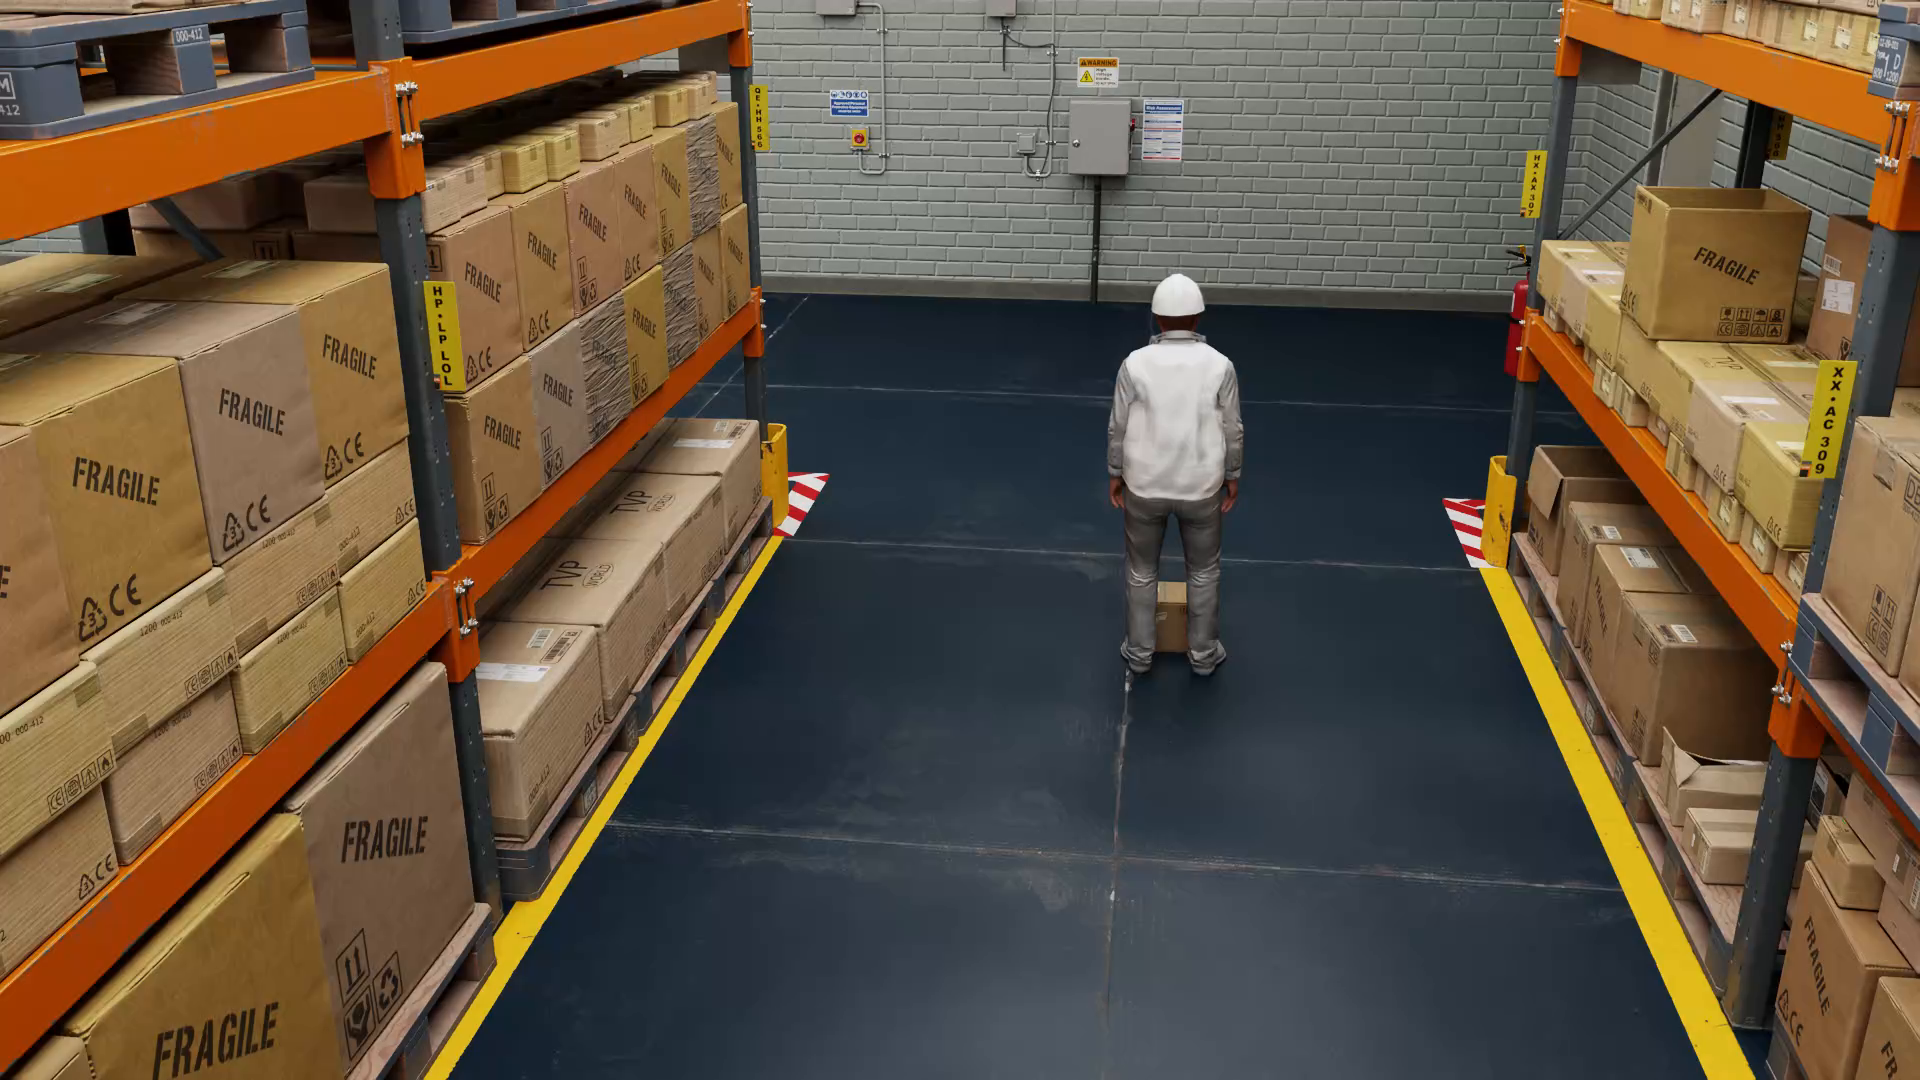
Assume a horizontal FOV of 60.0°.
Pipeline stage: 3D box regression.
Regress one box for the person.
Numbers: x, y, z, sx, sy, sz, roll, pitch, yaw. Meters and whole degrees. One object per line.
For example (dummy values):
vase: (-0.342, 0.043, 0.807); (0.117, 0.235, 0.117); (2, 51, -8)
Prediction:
person: (0.928, -0.262, 7.227); (0.580, 1.772, 0.461); (3, 21, 6)
